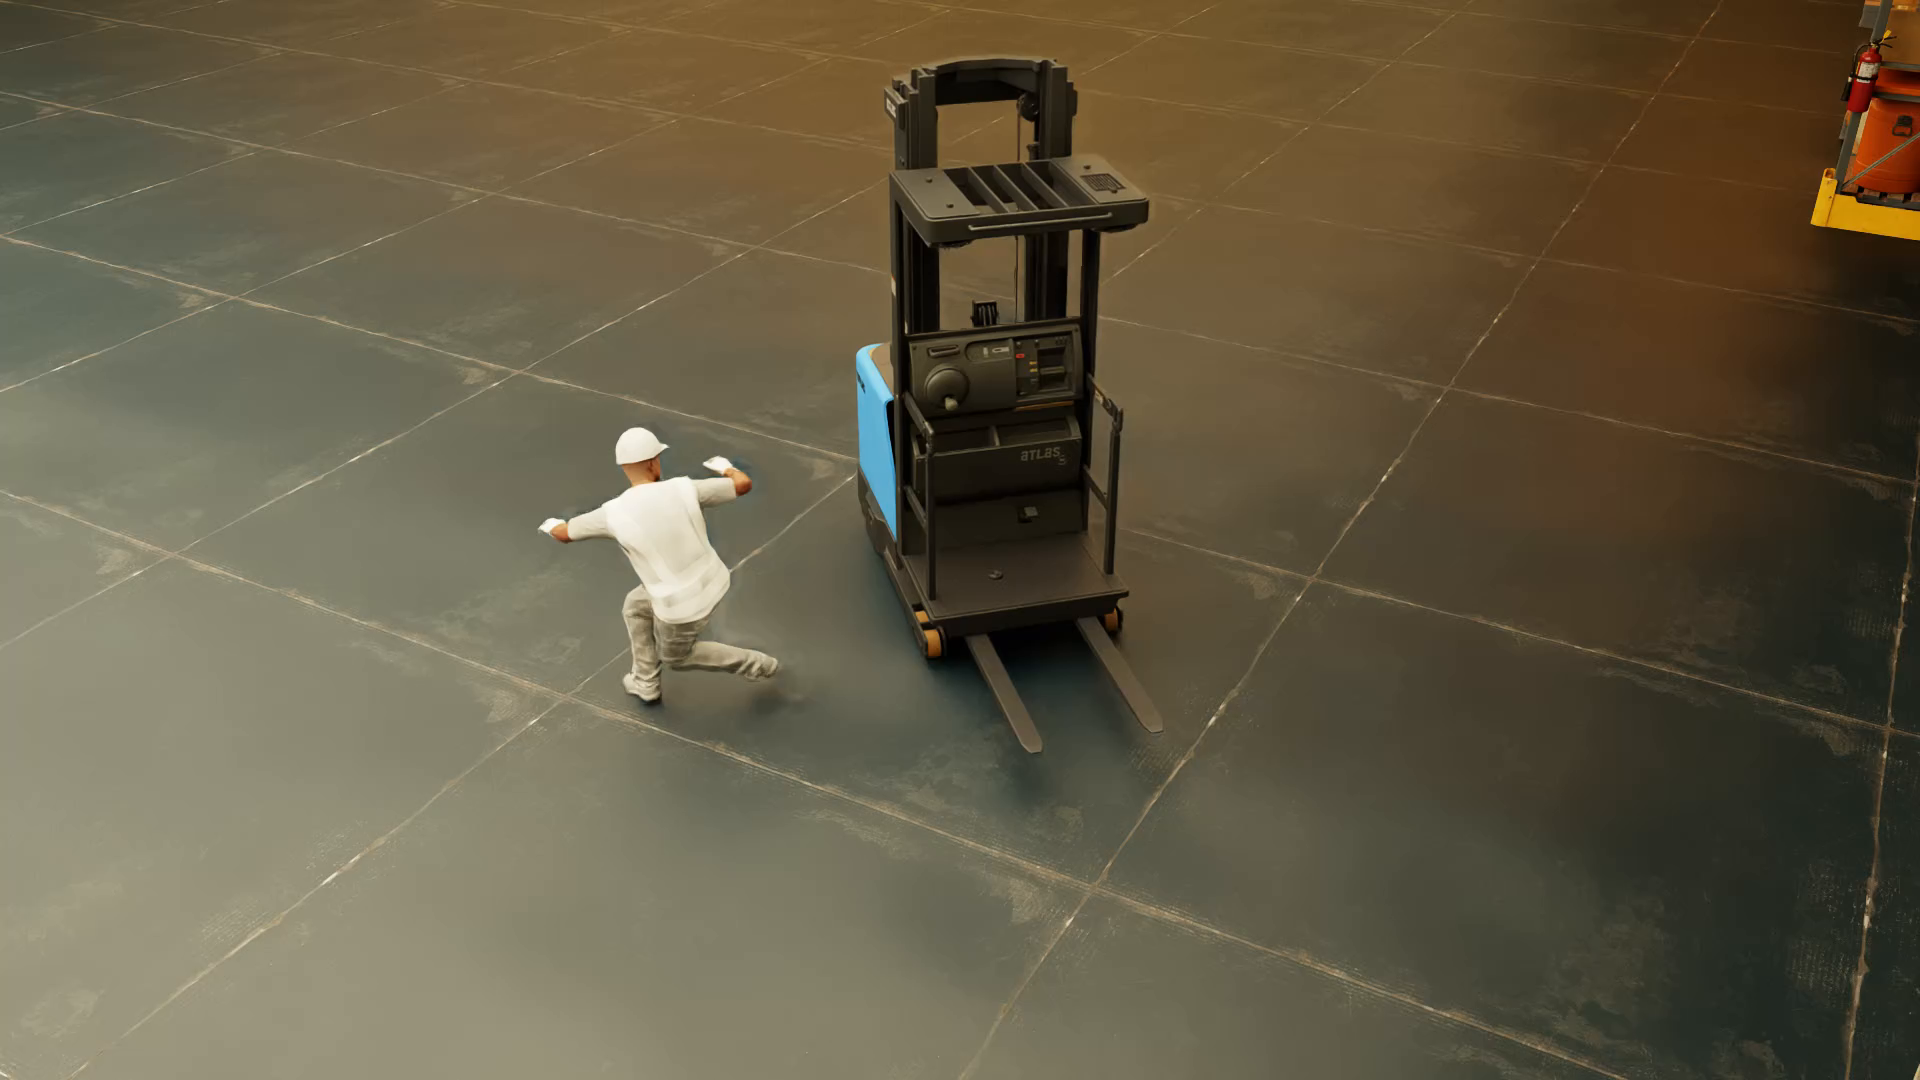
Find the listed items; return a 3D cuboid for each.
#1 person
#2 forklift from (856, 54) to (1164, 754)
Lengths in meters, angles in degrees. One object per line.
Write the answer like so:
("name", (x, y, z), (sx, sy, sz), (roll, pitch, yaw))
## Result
("person", (-1.501, 0.088, 8.361), (1.166, 1.522, 0.903), (15, 33, 24))
("forklift", (0.253, -0.846, 8.537), (1.130, 2.935, 3.031), (-8, 31, -13))
